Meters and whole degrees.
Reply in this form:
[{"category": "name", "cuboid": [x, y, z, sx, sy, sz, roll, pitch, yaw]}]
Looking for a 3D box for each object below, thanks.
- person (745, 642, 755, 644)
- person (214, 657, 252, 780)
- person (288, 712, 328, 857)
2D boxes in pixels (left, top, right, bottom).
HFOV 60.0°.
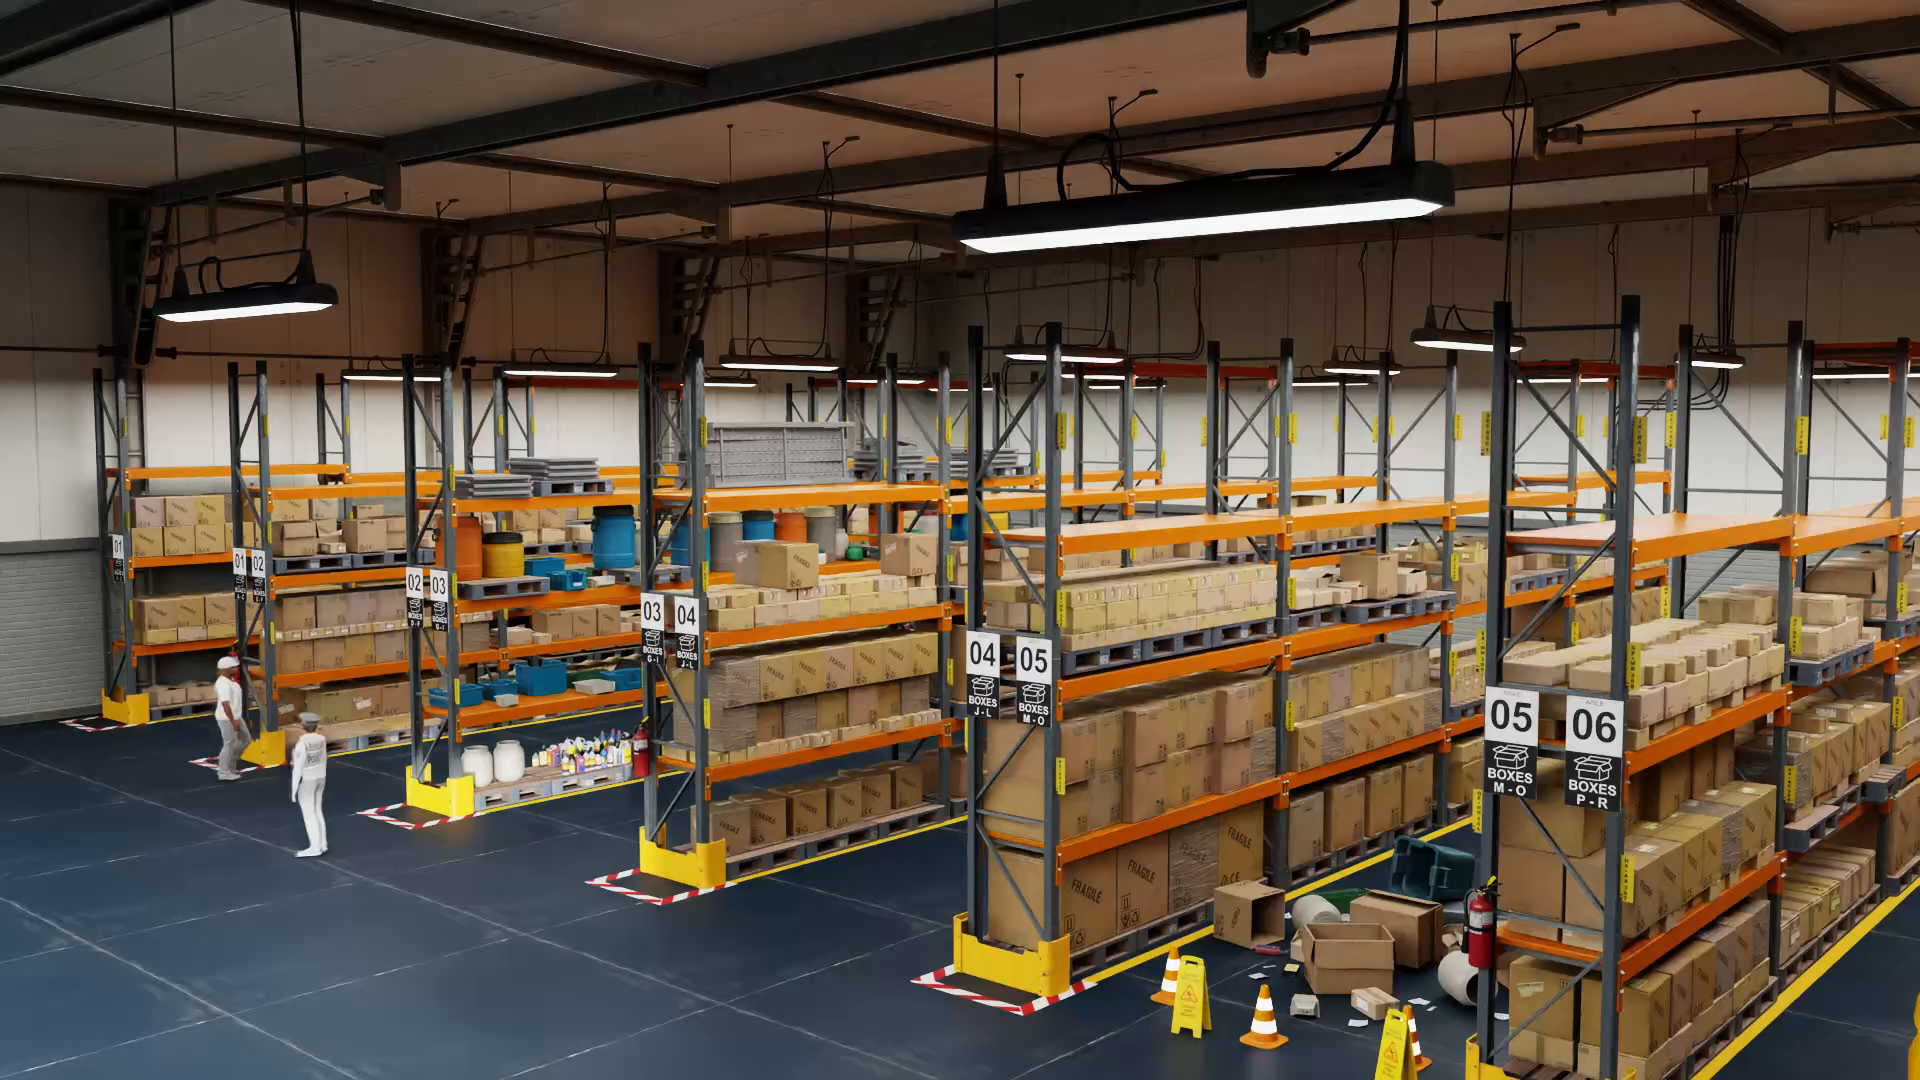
[{"category": "person", "cuboid": [-3.744, 1.805, 30.567, 0.544, 1.734, 0.421, -2, 5, -23]}, {"category": "person", "cuboid": [-10.342, 2.551, 23.610, 0.437, 1.797, 0.580, -1, 4, -8]}, {"category": "person", "cuboid": [-7.678, 2.894, 19.625, 0.376, 1.723, 0.585, 1, 4, 15]}]
